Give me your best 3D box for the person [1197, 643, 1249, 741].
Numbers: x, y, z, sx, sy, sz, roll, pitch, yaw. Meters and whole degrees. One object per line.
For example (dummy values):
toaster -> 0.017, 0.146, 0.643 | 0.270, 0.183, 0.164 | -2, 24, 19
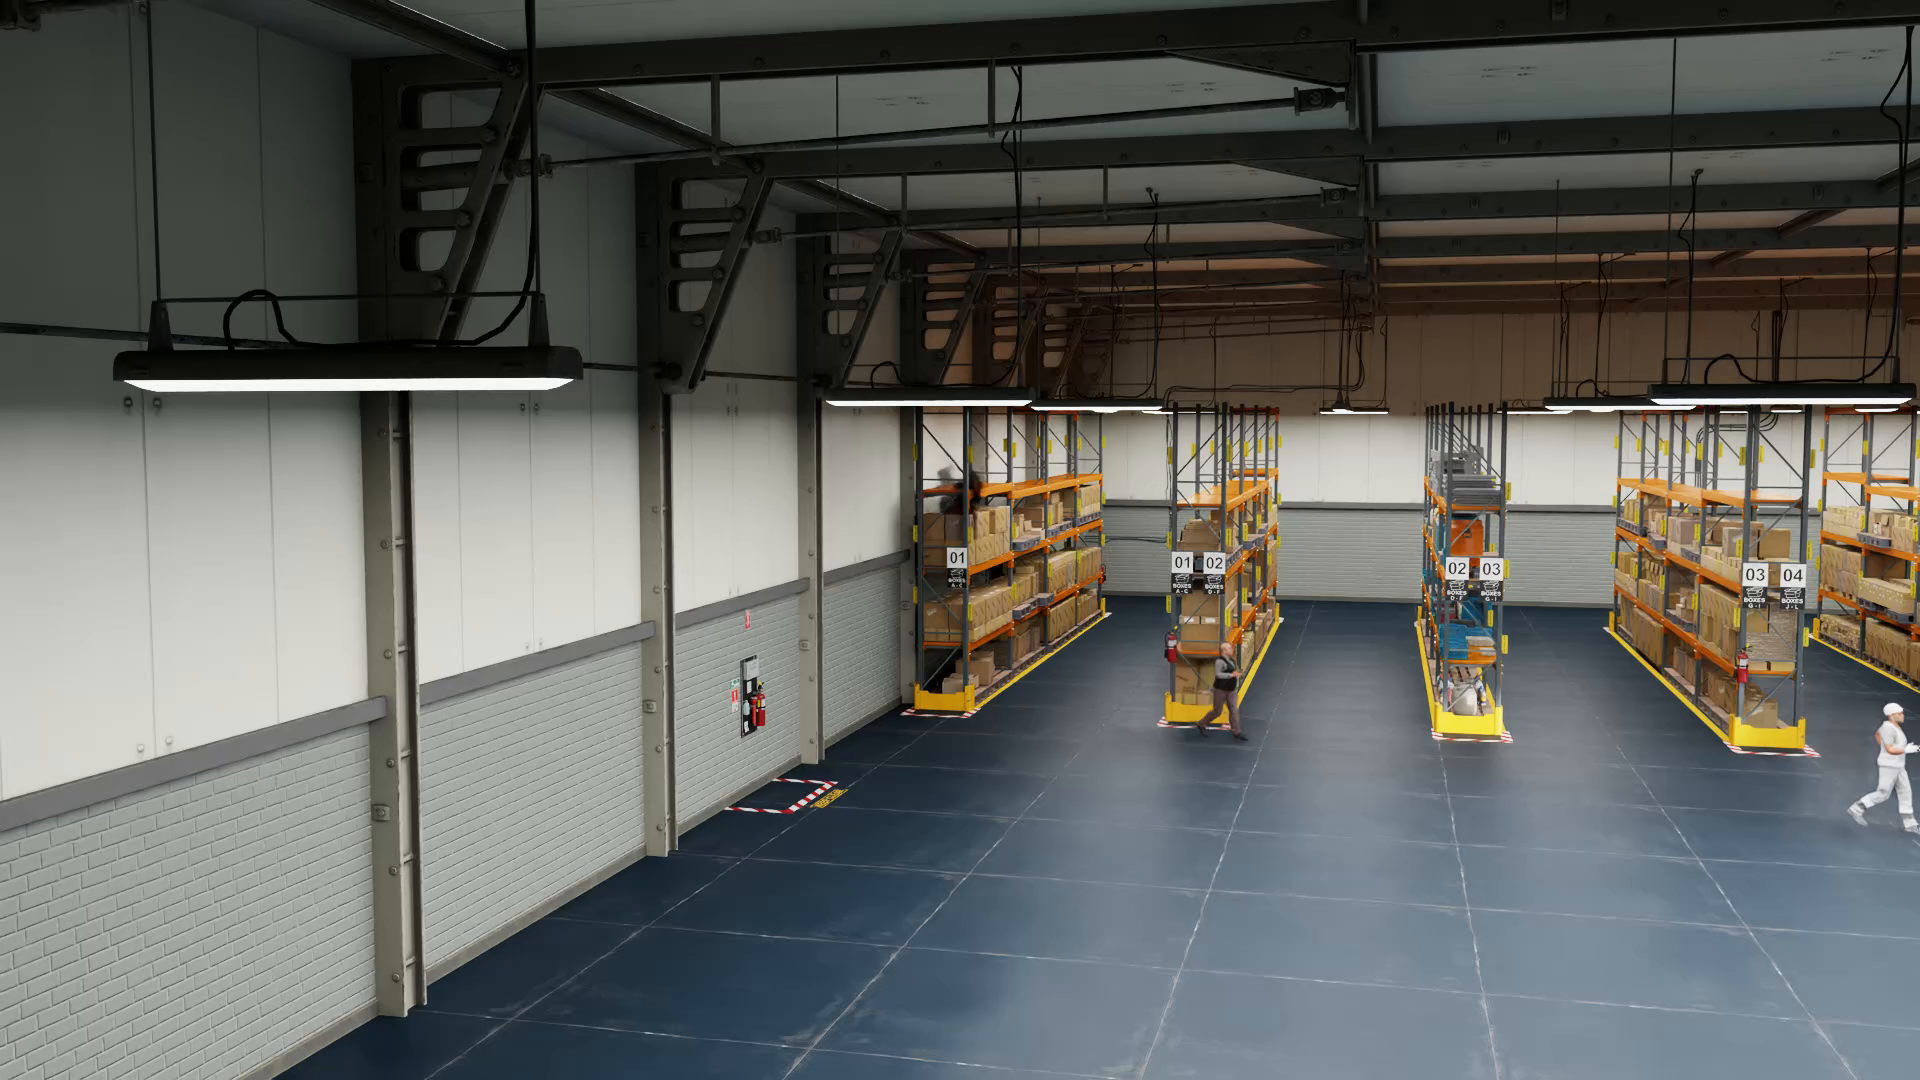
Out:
person -> 4.649, 2.657, 29.300 | 0.969, 1.709, 0.668 | 4, 6, 41

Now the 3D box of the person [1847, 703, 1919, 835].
person -> 12.769, 3.113, 22.811 | 1.002, 1.769, 0.674 | 4, 6, 40
